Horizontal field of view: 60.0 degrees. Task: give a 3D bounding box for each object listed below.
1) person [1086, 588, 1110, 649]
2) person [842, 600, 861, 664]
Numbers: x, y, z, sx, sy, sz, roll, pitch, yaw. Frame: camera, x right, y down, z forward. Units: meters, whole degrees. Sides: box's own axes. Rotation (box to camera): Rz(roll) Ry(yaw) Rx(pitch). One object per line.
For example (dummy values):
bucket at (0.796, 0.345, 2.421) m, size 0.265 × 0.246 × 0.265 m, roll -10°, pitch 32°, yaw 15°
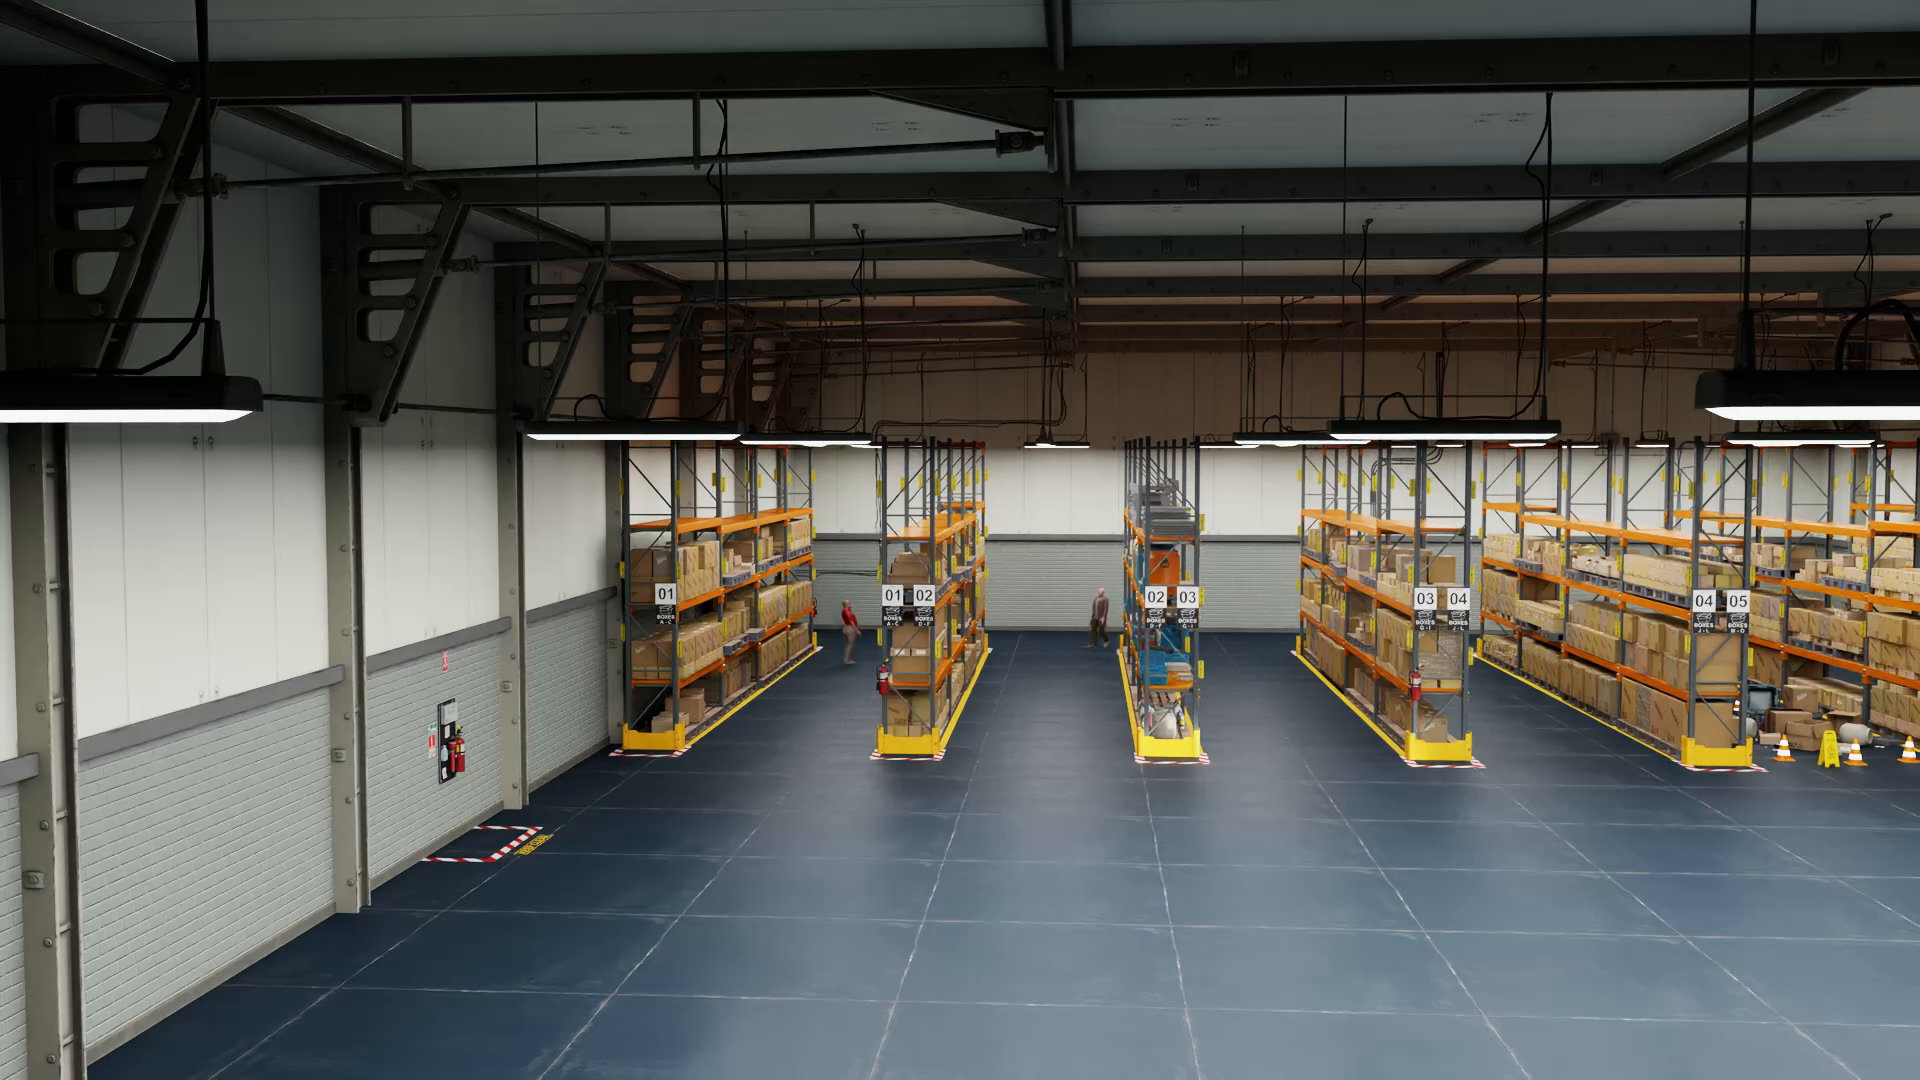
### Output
person at (4.028, 2.276, 48.040) m, size 0.575 × 1.754 × 0.872 m, roll 2°, pitch 4°, yaw 36°
person at (-2.916, 2.492, 44.633) m, size 0.490 × 1.756 × 0.584 m, roll -2°, pitch 4°, yaw -35°
